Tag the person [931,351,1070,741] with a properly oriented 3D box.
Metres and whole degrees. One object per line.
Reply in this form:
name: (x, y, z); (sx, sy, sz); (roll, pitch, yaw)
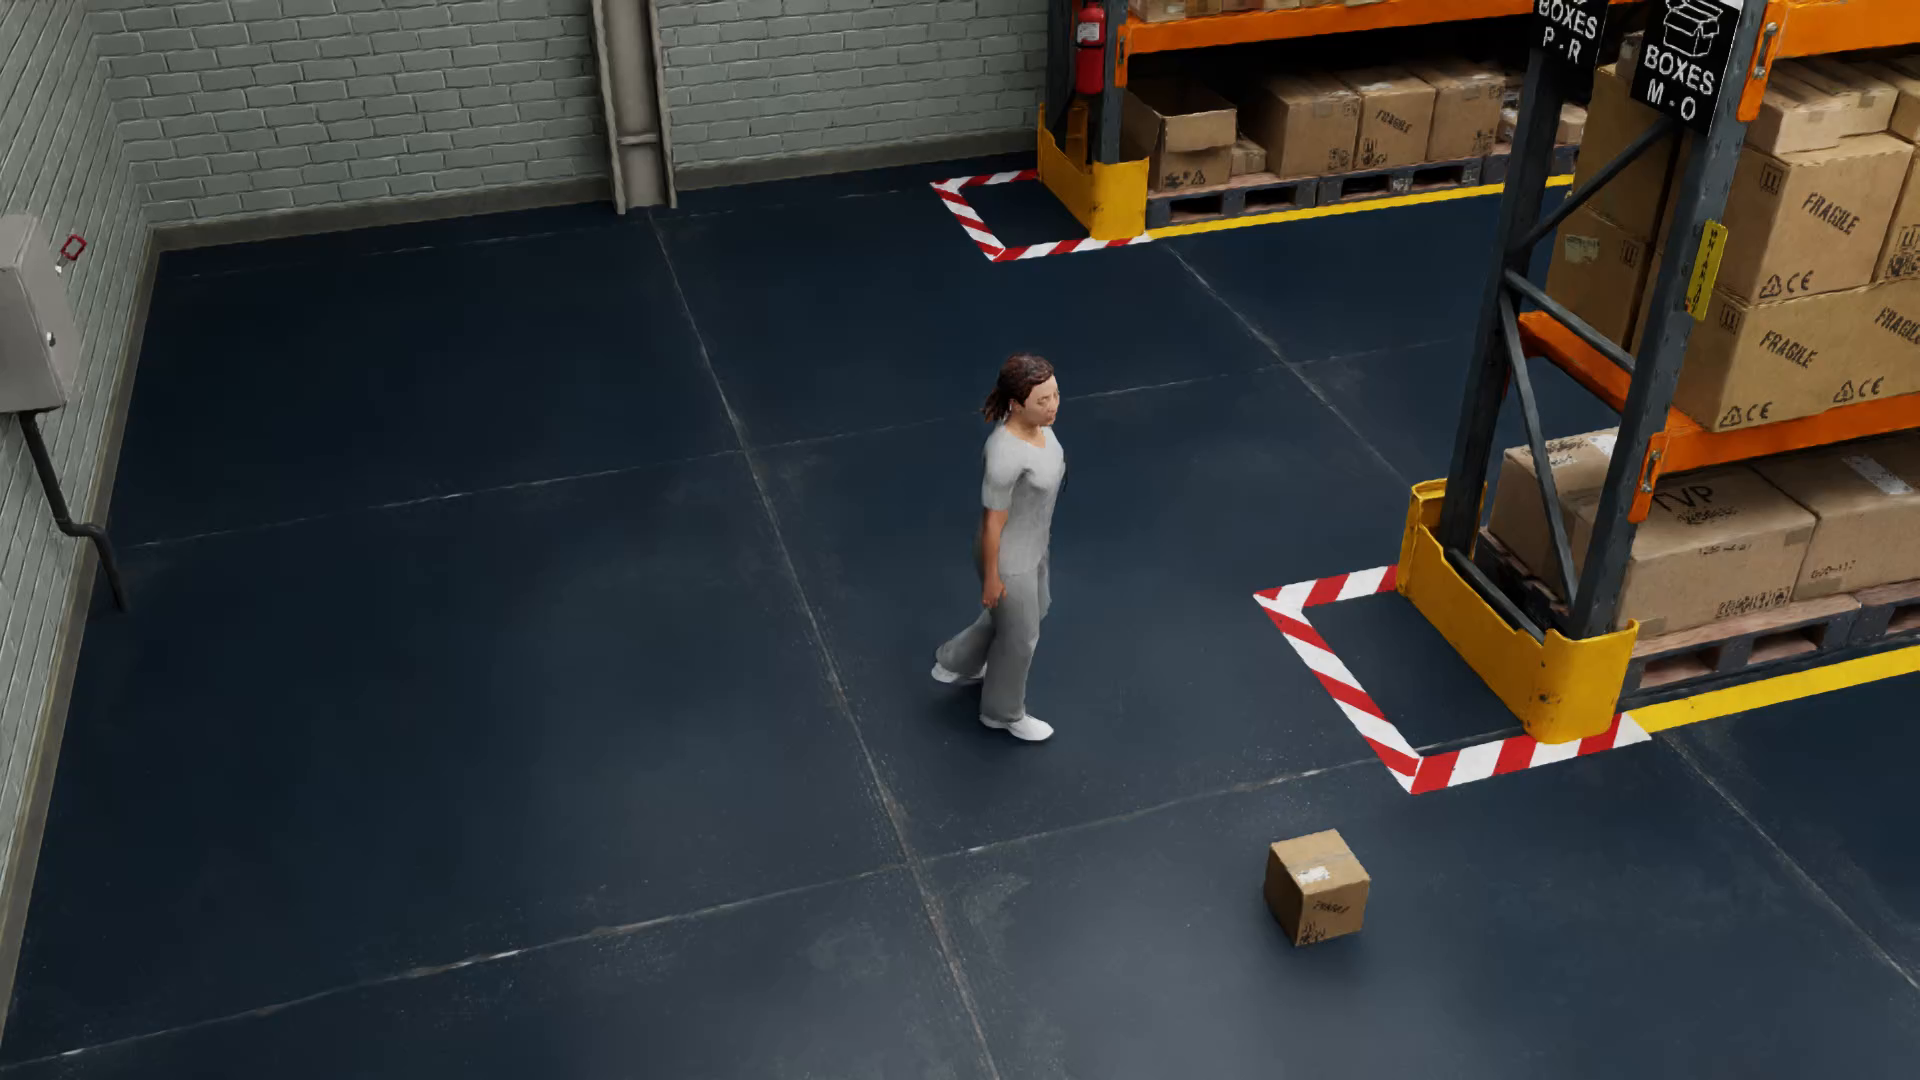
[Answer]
person: (0.123, 0.021, 6.117); (0.530, 1.663, 0.504); (10, 35, 14)
